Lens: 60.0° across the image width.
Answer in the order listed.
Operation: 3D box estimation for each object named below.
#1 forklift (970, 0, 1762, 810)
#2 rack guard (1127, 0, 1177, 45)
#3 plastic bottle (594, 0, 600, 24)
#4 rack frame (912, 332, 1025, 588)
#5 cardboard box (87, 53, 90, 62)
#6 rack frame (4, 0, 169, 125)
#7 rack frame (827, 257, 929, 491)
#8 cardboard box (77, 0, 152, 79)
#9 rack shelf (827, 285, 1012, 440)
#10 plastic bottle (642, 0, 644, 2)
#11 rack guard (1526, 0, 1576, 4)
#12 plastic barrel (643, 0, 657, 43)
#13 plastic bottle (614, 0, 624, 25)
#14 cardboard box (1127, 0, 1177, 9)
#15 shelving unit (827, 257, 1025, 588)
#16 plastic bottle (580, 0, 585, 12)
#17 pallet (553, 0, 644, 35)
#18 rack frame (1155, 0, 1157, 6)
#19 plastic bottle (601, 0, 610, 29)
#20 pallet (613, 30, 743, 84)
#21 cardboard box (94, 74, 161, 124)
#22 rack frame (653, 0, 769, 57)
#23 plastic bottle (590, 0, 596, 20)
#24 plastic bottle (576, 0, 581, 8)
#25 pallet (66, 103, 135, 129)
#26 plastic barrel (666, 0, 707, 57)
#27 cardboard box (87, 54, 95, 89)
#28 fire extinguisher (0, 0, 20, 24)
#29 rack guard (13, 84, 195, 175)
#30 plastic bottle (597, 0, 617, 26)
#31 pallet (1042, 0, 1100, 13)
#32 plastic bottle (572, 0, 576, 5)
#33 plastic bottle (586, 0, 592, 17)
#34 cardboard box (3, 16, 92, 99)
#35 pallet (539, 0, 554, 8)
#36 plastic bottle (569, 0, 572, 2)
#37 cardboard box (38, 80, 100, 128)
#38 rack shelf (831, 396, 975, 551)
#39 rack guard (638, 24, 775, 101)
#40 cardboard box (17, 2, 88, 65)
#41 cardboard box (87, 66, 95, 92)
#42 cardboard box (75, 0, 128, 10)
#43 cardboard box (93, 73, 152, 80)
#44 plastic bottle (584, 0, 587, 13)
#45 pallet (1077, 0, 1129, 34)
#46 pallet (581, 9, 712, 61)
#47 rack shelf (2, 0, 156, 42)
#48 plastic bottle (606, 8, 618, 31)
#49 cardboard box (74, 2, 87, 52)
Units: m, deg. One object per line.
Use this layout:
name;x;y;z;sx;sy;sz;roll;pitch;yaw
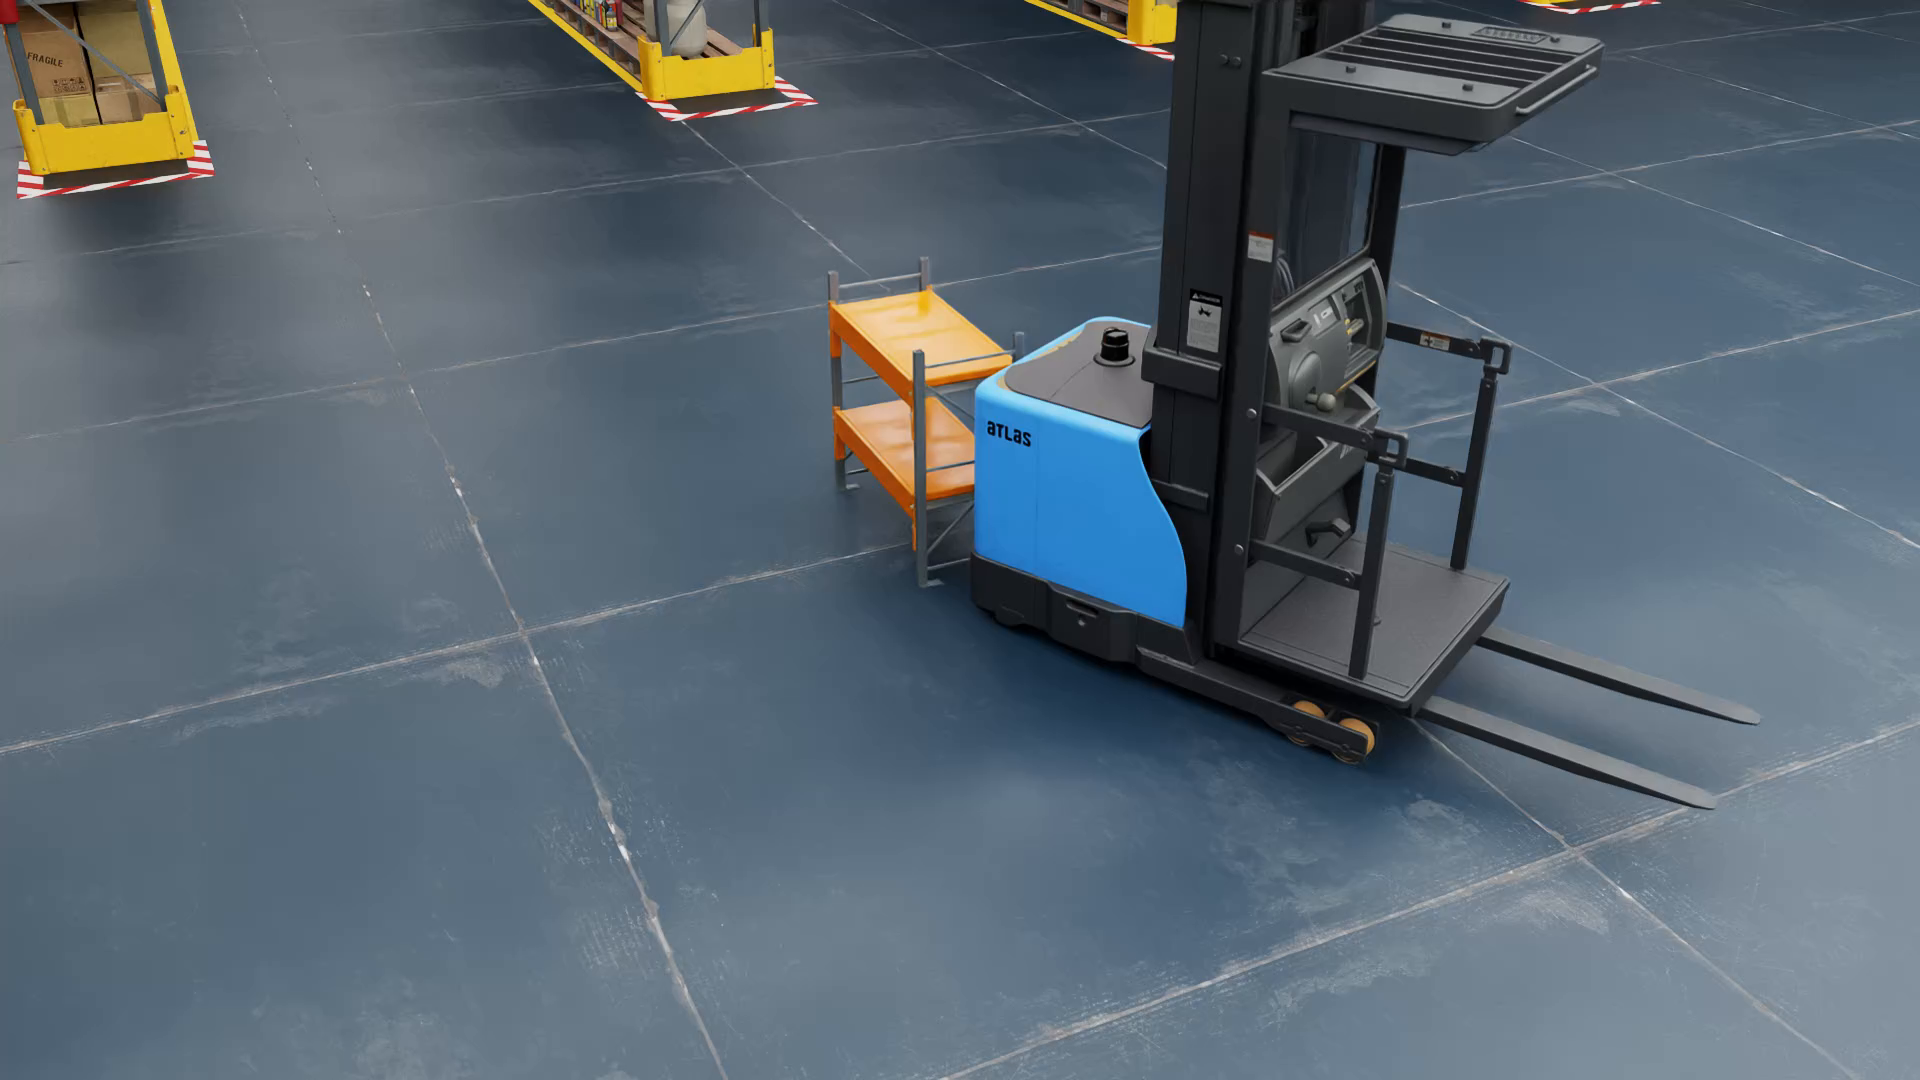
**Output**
forklift;1.536;-0.734;6.062;3.031;2.935;1.130;20;35;31
rack guard;2.260;-5.322;16.730;1.175;0.500;0.348;-13;32;-22
plastic bottle;-3.508;-5.240;16.363;0.152;0.276;0.135;-14;32;-23
rack frame;0.038;-0.333;7.194;0.500;1.125;0.032;-12;32;-21
cardboard box;-7.808;-4.119;14.411;0.500;0.250;0.500;-13;32;-22
rack frame;-6.656;-4.300;12.352;1.000;3.000;0.127;-13;32;-22
rack frame;-0.378;-0.787;8.003;0.500;1.125;0.032;-12;32;-21
cardboard box;-6.901;-4.115;13.638;0.500;0.500;0.500;-13;32;-22
rack shelf;-0.170;-0.815;7.455;0.538;0.278;1.000;-12;32;-21
plastic bottle;-3.221;-5.629;17.048;0.061;0.283;0.133;-13;32;-22
rack guard;6.826;-6.275;18.429;1.175;0.500;0.348;-13;32;-22
plastic barrel;-2.747;-4.933;15.595;0.421;0.512;0.421;0;29;0
plastic bottle;-3.352;-5.205;16.293;0.061;0.283;0.133;-13;32;-22
cardboard box;2.040;-5.751;17.066;0.500;0.500;0.500;-7;30;-13
shelving unit;-0.170;-0.560;7.598;0.538;1.125;1.048;-12;32;-21
plastic bottle;-3.812;-5.504;16.826;0.061;0.283;0.133;-12;31;-20
pallet;-3.647;-5.584;17.492;1.003;0.211;1.213;-13;32;-22
rack frame;2.293;-6.379;16.059;1.000;3.000;0.127;-13;32;-22
plastic bottle;-3.432;-5.113;16.129;0.061;0.283;0.133;-12;32;-21
pallet;-2.600;-4.506;15.570;1.003;0.211;1.213;-13;32;-22
cardboard box;-6.685;-3.568;13.428;0.500;0.250;0.500;-13;32;-22
rack frame;-2.181;-5.339;14.204;1.000;3.000;0.127;-13;32;-22
plastic bottle;-3.583;-5.345;16.474;0.144;0.351;0.185;-12;31;-20
plastic bottle;-3.845;-5.615;16.955;0.144;0.351;0.185;-15;32;-24
pallet;-7.022;-3.413;13.621;1.003;0.211;1.213;-13;32;-22
plastic barrel;-2.532;-4.712;15.200;0.421;0.512;0.421;0;29;0
cardboard box;-7.595;-3.898;14.016;0.500;0.250;0.500;-13;32;-22
fire extinguisher;-7.025;-4.117;12.104;0.296;0.674;0.183;-13;32;-22
rack guard;-6.645;-3.200;12.945;1.175;0.500;0.348;-13;32;-22
plastic bottle;-3.448;-5.179;16.254;0.152;0.276;0.135;-13;32;-22
pallet;1.424;-6.101;18.414;1.003;0.211;1.213;-13;32;-22
plastic bottle;-3.926;-5.699;17.104;0.144;0.351;0.185;-12;32;-21
plastic bottle;-3.662;-5.427;16.621;0.144;0.351;0.185;-13;32;-22
cardboard box;-7.155;-3.786;13.050;0.500;0.500;0.500;-13;32;-22
pallet;-4.270;-6.228;18.641;1.003;0.211;1.213;-13;32;-22
plastic bottle;-3.993;-5.740;17.254;0.152;0.276;0.135;-12;31;-20
cardboard box;-7.153;-3.459;13.234;0.500;0.250;0.500;-13;32;-22
rack shelf;-0.170;-0.347;7.718;0.538;0.278;1.000;-12;32;-21
rack guard;-2.256;-4.272;14.858;1.175;0.500;0.348;-13;32;-22
cardboard box;-7.597;-4.224;13.832;0.500;0.500;0.500;-13;32;-22
cardboard box;-7.378;-3.677;13.623;0.500;0.250;0.500;-13;32;-22
cardboard box;-7.128;-4.334;14.027;0.500;0.500;0.500;-13;32;-22
cardboard box;-6.903;-3.788;13.820;0.500;0.250;0.500;-13;32;-22
plastic bottle;-3.745;-5.420;16.760;0.097;0.201;0.097;0;29;0
pallet;1.943;-5.562;17.454;1.003;0.211;1.213;-13;32;-22
pallet;-3.119;-5.044;16.530;1.003;0.211;1.213;-13;32;-22
rack shelf;-7.514;-4.870;14.104;1.077;0.370;4.000;-13;32;-22
plastic bottle;-3.365;-5.029;16.064;0.097;0.201;0.097;0;29;0
cardboard box;-7.811;-4.446;14.226;0.500;0.500;0.500;-13;32;-22
